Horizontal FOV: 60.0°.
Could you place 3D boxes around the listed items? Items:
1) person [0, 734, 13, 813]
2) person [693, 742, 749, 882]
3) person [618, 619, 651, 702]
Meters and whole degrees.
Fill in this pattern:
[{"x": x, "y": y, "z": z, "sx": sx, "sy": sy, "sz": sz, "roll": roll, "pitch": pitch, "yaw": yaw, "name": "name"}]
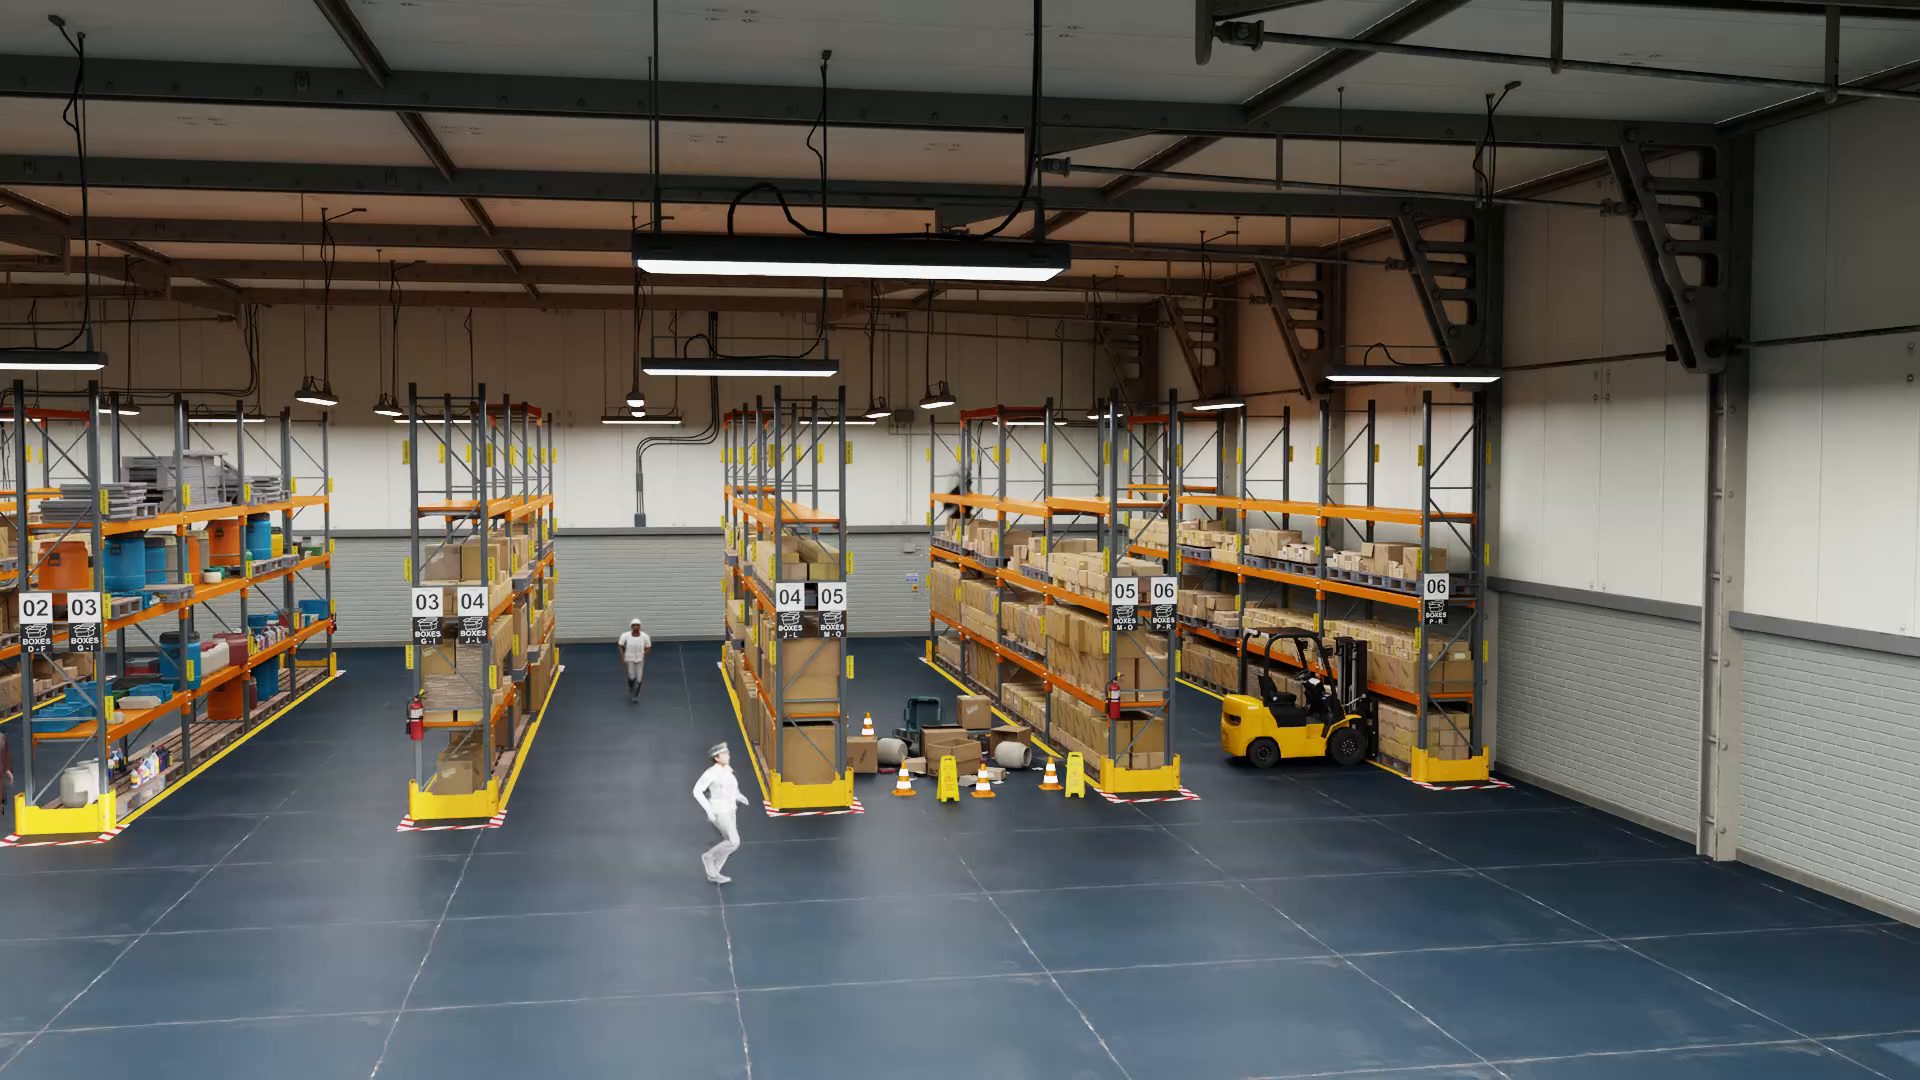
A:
[{"x": -12.153, "y": 3.153, "z": 20.782, "sx": 1.048, "sy": 1.554, "sz": 0.768, "roll": 2, "pitch": 3, "yaw": 34, "name": "person"}, {"x": -2.737, "y": 3.186, "z": 19.436, "sx": 0.547, "sy": 1.651, "sz": 0.614, "roll": 1, "pitch": 3, "yaw": 24, "name": "person"}, {"x": -6.575, "y": 2.444, "z": 33.719, "sx": 0.640, "sy": 1.696, "sz": 0.616, "roll": -1, "pitch": 3, "yaw": -20, "name": "person"}]
